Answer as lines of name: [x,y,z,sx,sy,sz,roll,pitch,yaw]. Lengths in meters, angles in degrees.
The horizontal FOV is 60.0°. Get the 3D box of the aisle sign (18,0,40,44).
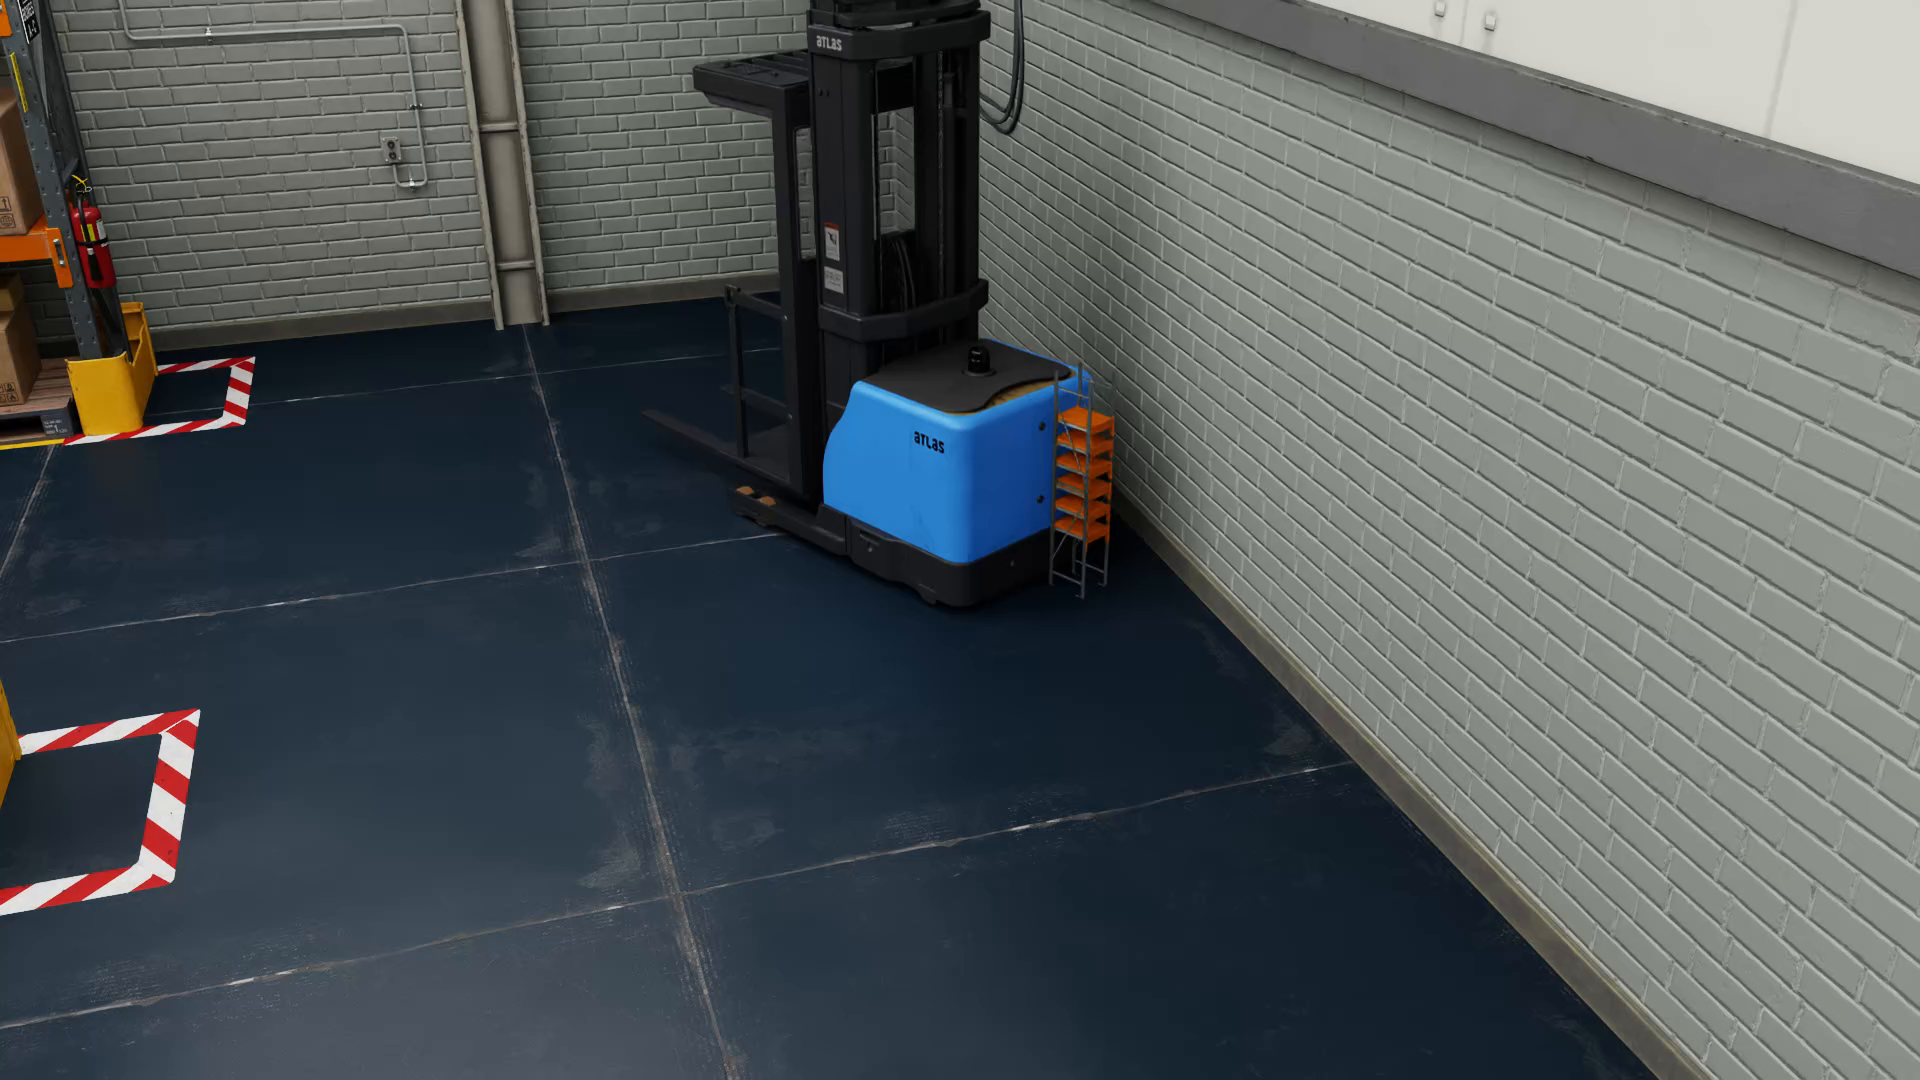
aisle sign: [-5.455,-3.311,9.623,0.004,0.787,0.394,-8,28,-16]

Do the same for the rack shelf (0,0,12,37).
rack shelf: [-7.518,-3.009,9.374,4.000,0.370,1.077,-8,28,-16]

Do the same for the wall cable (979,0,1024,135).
wall cable: [-0.128,-4.188,11.057,0.112,2.526,3.097,-8,28,-16]

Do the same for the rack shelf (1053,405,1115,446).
rack shelf: [0.622,-0.579,8.357,0.258,0.103,0.180,23,35,39]

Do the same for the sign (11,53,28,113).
sign: [-5.462,-2.657,9.660,0.005,0.325,0.100,-8,28,-16]

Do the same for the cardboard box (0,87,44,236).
cardboard box: [-6.099,-2.323,10.219,0.700,0.700,0.980,-7,27,-14]

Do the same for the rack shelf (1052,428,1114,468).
rack shelf: [0.622,-0.471,8.410,0.258,0.103,0.180,23,35,39]

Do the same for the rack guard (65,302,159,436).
rack guard: [-5.594,-1.147,10.999,0.348,0.500,1.175,-8,28,-16]

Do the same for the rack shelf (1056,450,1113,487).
rack shelf: [0.622,-0.364,8.464,0.258,0.103,0.180,23,35,39]

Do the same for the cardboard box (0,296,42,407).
cardboard box: [-6.251,-1.193,10.619,0.500,0.500,0.700,-8,28,-16]

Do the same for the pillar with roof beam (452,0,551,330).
pillar with roof beam: [-1.984,-3.868,6.921,0.400,9.000,9.100,-8,28,-16]

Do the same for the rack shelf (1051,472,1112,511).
rack shelf: [0.622,-0.256,8.517,0.258,0.103,0.180,23,35,39]

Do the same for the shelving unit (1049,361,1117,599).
shelving unit: [0.622,-0.296,8.497,0.258,1.200,0.189,23,35,39]

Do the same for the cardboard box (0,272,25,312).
cardboard box: [-6.195,-1.586,10.680,0.250,0.149,0.380,-8,28,-16]

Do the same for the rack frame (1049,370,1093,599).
rack frame: [0.558,-0.267,8.438,0.240,1.200,0.006,23,35,39]

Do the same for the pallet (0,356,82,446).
pallet: [-6.353,-0.871,10.768,1.213,0.211,1.003,-8,28,-16]

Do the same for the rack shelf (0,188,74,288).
rack shelf: [-7.518,-1.666,10.041,4.000,0.370,1.077,-8,28,-16]

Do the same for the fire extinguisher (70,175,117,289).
fire extinguisher: [-5.330,-1.888,10.185,0.183,0.674,0.296,-8,28,-16]

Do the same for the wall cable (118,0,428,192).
wall cable: [-4.692,-3.295,11.371,1.851,1.984,0.084,-8,28,-16]

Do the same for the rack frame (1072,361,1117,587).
rack frame: [0.686,-0.325,8.556,0.240,1.200,0.006,23,35,39]

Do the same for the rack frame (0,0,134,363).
rack frame: [-5.617,-2.264,10.436,0.127,3.000,1.000,-8,28,-16]

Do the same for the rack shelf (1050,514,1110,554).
rack shelf: [0.622,-0.041,8.624,0.258,0.103,0.180,23,35,39]

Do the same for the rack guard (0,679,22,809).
rack guard: [-4.151,0.960,6.753,0.348,0.500,1.175,-8,28,-16]

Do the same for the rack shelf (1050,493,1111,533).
rack shelf: [0.622,-0.149,8.570,0.258,0.103,0.180,23,35,39]

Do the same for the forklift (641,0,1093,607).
forklift: [-0.686,-1.534,9.044,1.130,2.935,3.031,-24,35,-39]
